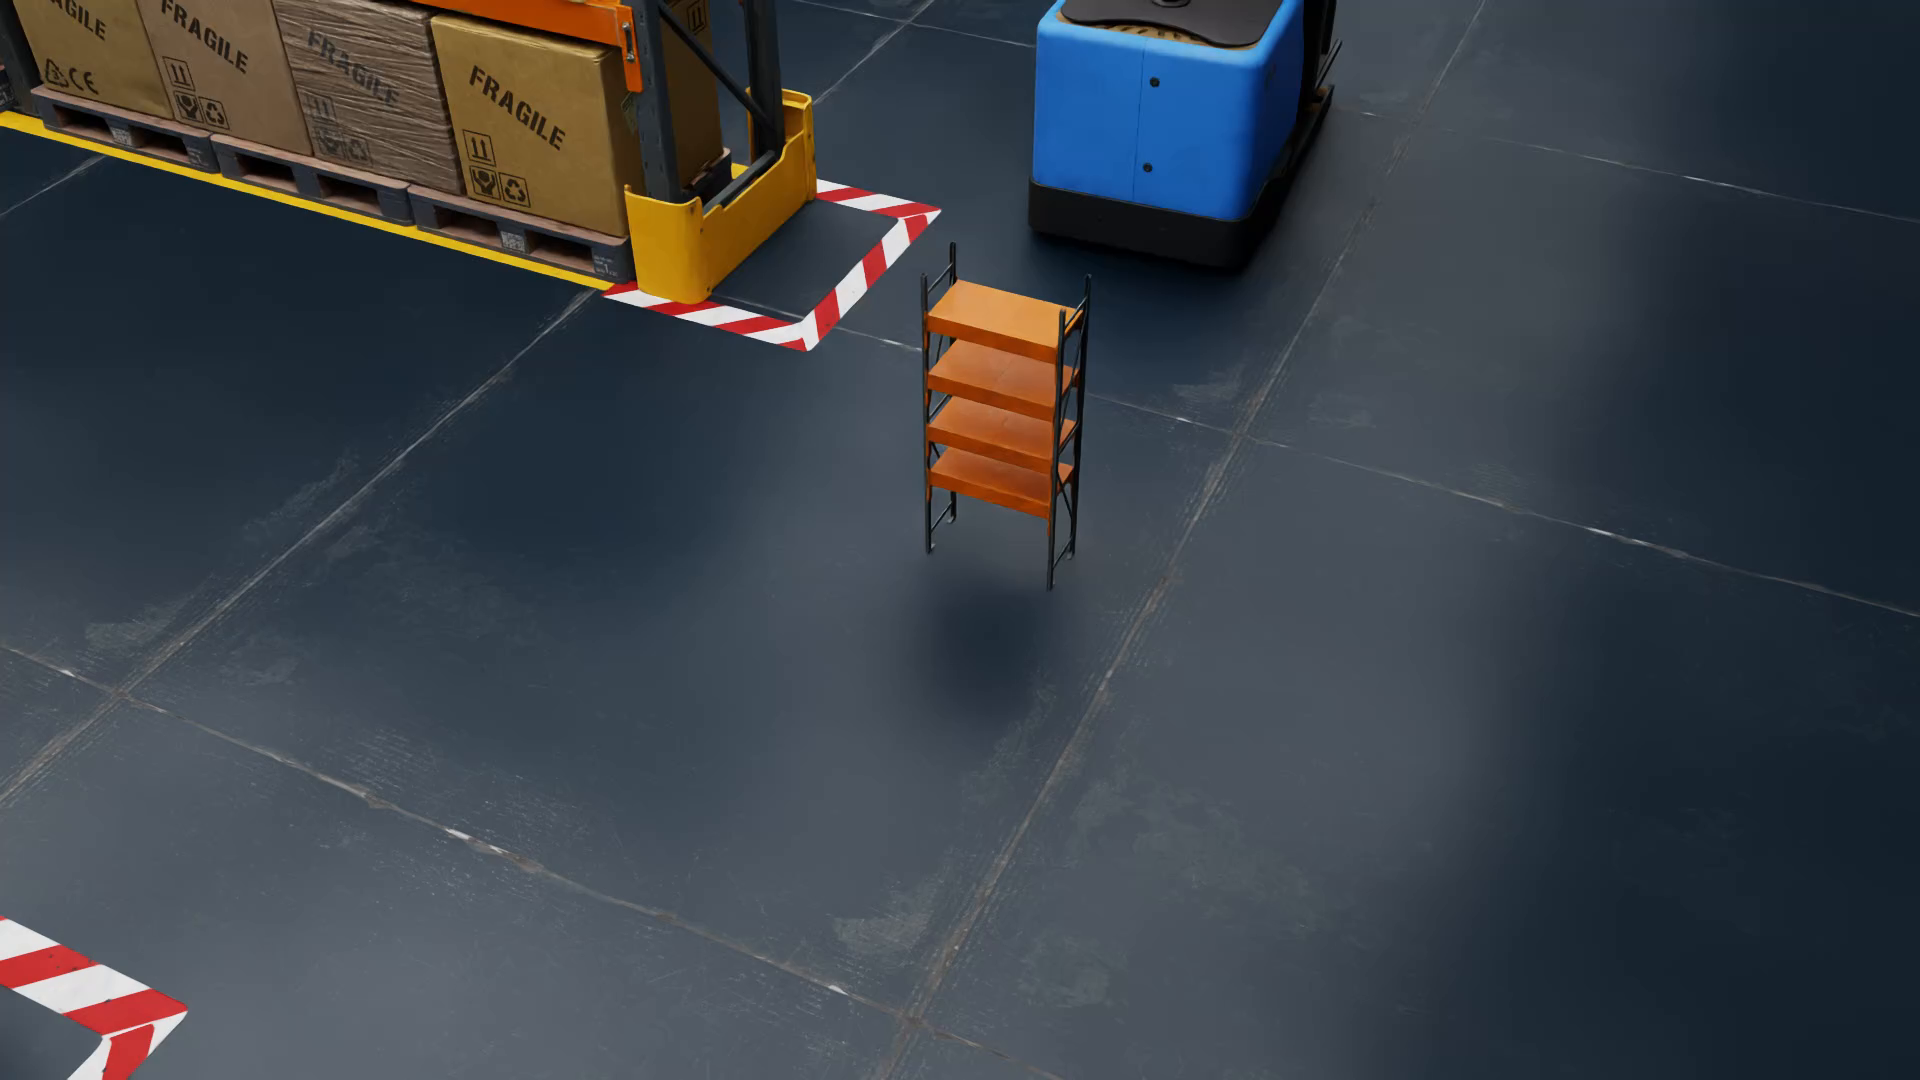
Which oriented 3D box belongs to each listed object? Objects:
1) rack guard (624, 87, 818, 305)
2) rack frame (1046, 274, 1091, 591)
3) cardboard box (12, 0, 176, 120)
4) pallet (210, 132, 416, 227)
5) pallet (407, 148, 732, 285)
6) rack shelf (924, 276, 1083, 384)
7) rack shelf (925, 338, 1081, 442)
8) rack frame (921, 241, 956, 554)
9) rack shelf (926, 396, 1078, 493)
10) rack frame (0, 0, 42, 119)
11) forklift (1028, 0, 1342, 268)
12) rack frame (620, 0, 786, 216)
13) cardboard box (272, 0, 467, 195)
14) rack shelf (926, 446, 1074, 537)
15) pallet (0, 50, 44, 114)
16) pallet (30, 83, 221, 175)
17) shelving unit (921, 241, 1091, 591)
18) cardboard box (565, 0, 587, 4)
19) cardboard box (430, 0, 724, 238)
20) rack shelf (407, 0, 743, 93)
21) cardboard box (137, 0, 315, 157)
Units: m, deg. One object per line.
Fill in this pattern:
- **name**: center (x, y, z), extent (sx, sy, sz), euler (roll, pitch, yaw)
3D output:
- **rack guard**: center (-1.087, -1.627, 7.745), extent (0.348, 0.500, 1.175), euler (17, 44, 19)
- **rack frame**: center (0.371, -0.340, 5.726), extent (0.015, 1.200, 0.240), euler (17, 44, 19)
- **cardboard box**: center (-4.169, -2.811, 8.505), extent (0.875, 0.875, 0.875), euler (17, 44, 19)
- **pallet**: center (-2.968, -2.038, 8.440), extent (1.213, 0.211, 1.003), euler (17, 44, 19)
- **pallet**: center (-1.866, -1.699, 8.049), extent (1.213, 0.211, 1.003), euler (17, 44, 19)
- **rack shelf**: center (0.150, -0.704, 5.547), extent (0.480, 0.148, 0.258), euler (17, 44, 19)
- **rack shelf**: center (0.150, -0.526, 5.702), extent (0.480, 0.148, 0.258), euler (17, 44, 19)
- **rack frame**: center (-0.071, -0.475, 5.882), extent (0.015, 1.200, 0.240), euler (17, 44, 19)
- **rack shelf**: center (0.150, -0.357, 5.848), extent (0.480, 0.148, 0.258), euler (17, 44, 19)
- **rack frame**: center (-4.733, -3.686, 8.212), extent (0.127, 3.000, 1.000), euler (17, 44, 19)
- **forklift**: center (1.335, -3.319, 7.841), extent (1.130, 2.935, 3.031), euler (15, 43, 16)
- **rack frame**: center (-1.108, -2.578, 6.934), extent (0.127, 3.000, 1.000), euler (17, 44, 19)
- **cardboard box**: center (-2.547, -2.315, 7.933), extent (0.875, 0.875, 0.875), euler (17, 44, 19)
- **rack shelf**: center (0.150, -0.207, 5.978), extent (0.480, 0.148, 0.258), euler (17, 44, 19)
- **pallet**: center (-5.464, -2.801, 9.320), extent (1.213, 0.211, 1.003), euler (17, 44, 19)
- **pallet**: center (-4.077, -2.375, 8.829), extent (1.213, 0.211, 1.003), euler (17, 44, 19)
- **shelving unit**: center (0.150, -0.408, 5.804), extent (0.503, 1.200, 0.258), euler (17, 44, 19)
- **cardboard box**: center (-1.570, -2.386, 6.905), extent (0.250, 0.149, 0.380), euler (18, 44, 19)
- **cardboard box**: center (-1.722, -2.063, 7.642), extent (0.875, 0.875, 0.875), euler (17, 44, 19)
- **rack shelf**: center (-2.921, -2.860, 7.809), extent (4.000, 0.370, 1.077), euler (17, 44, 19)
- **cardboard box**: center (-3.353, -2.562, 8.217), extent (0.875, 0.875, 0.875), euler (17, 44, 19)
